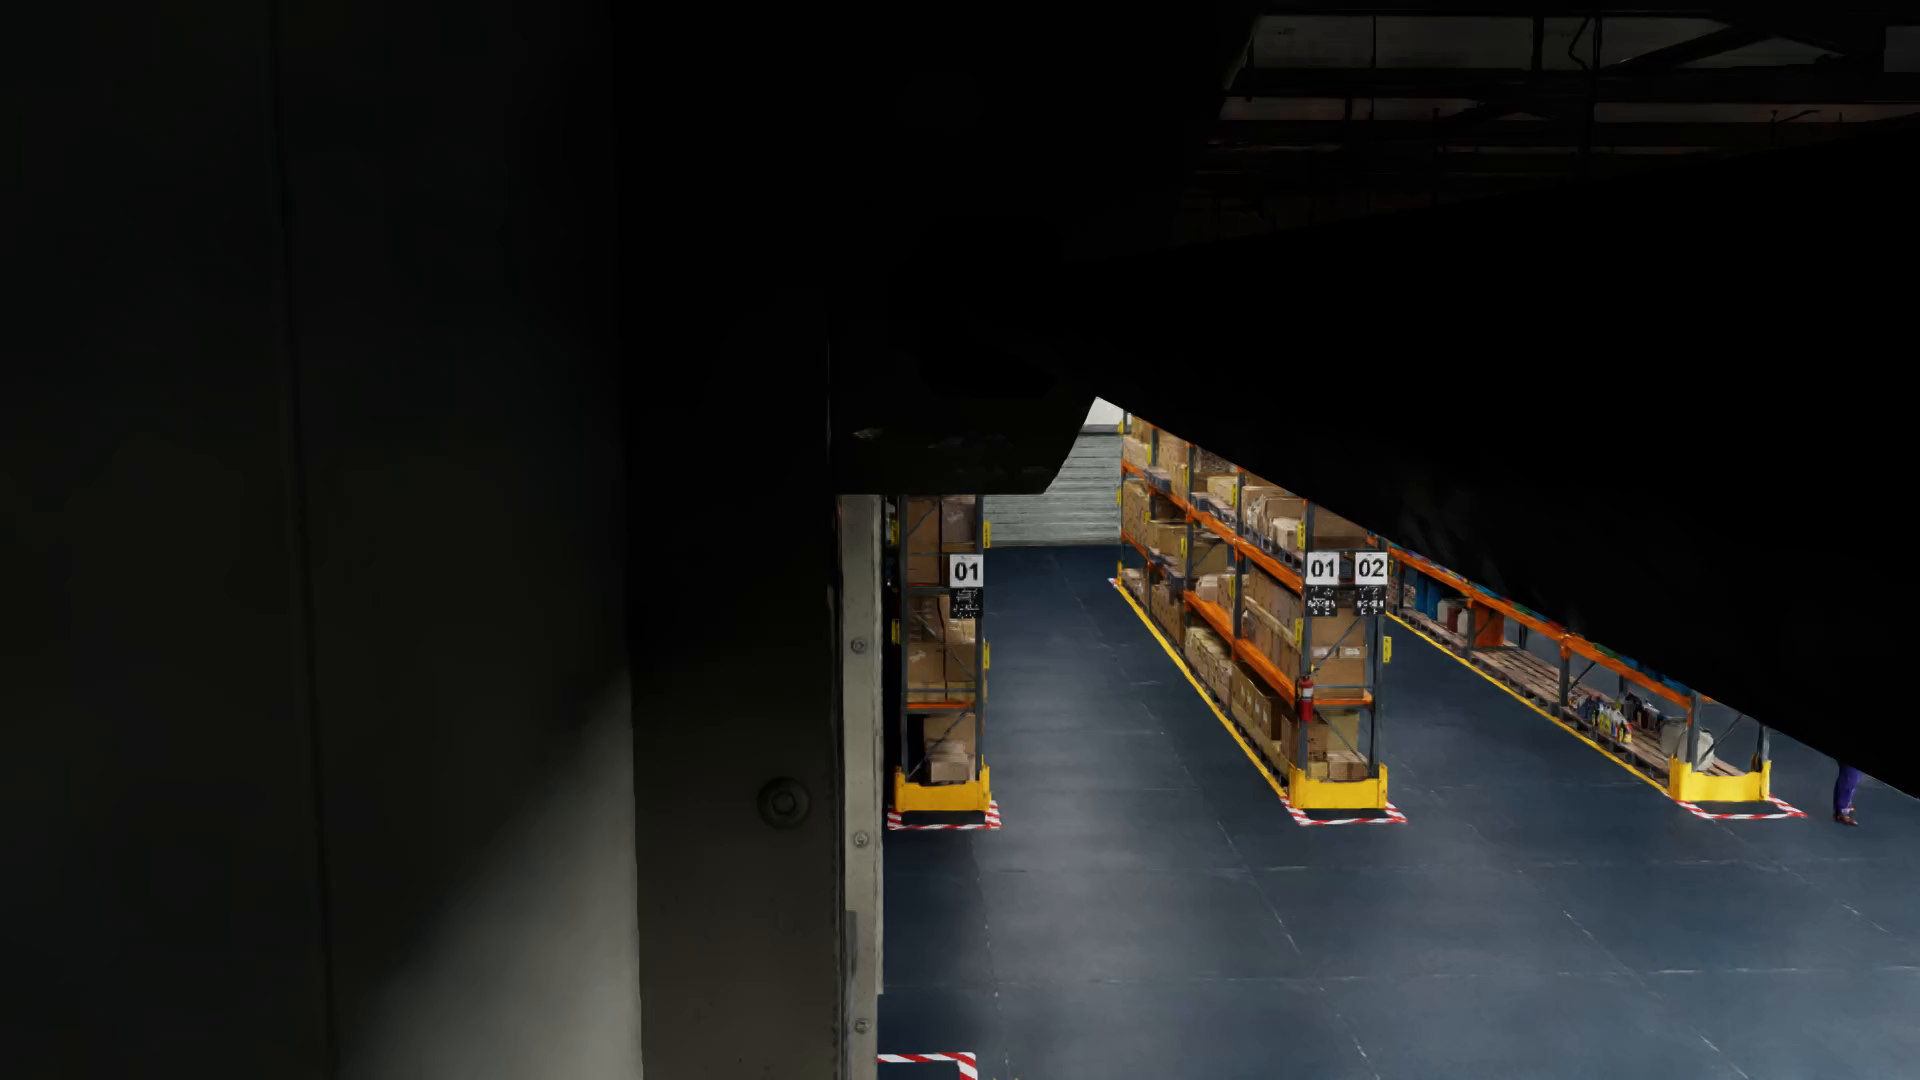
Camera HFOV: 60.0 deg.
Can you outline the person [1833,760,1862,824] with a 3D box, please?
[{"bbox_3d":[10.805,2.552,20.130,0.378,1.653,0.657,1,9,8],"label":"person"}]
